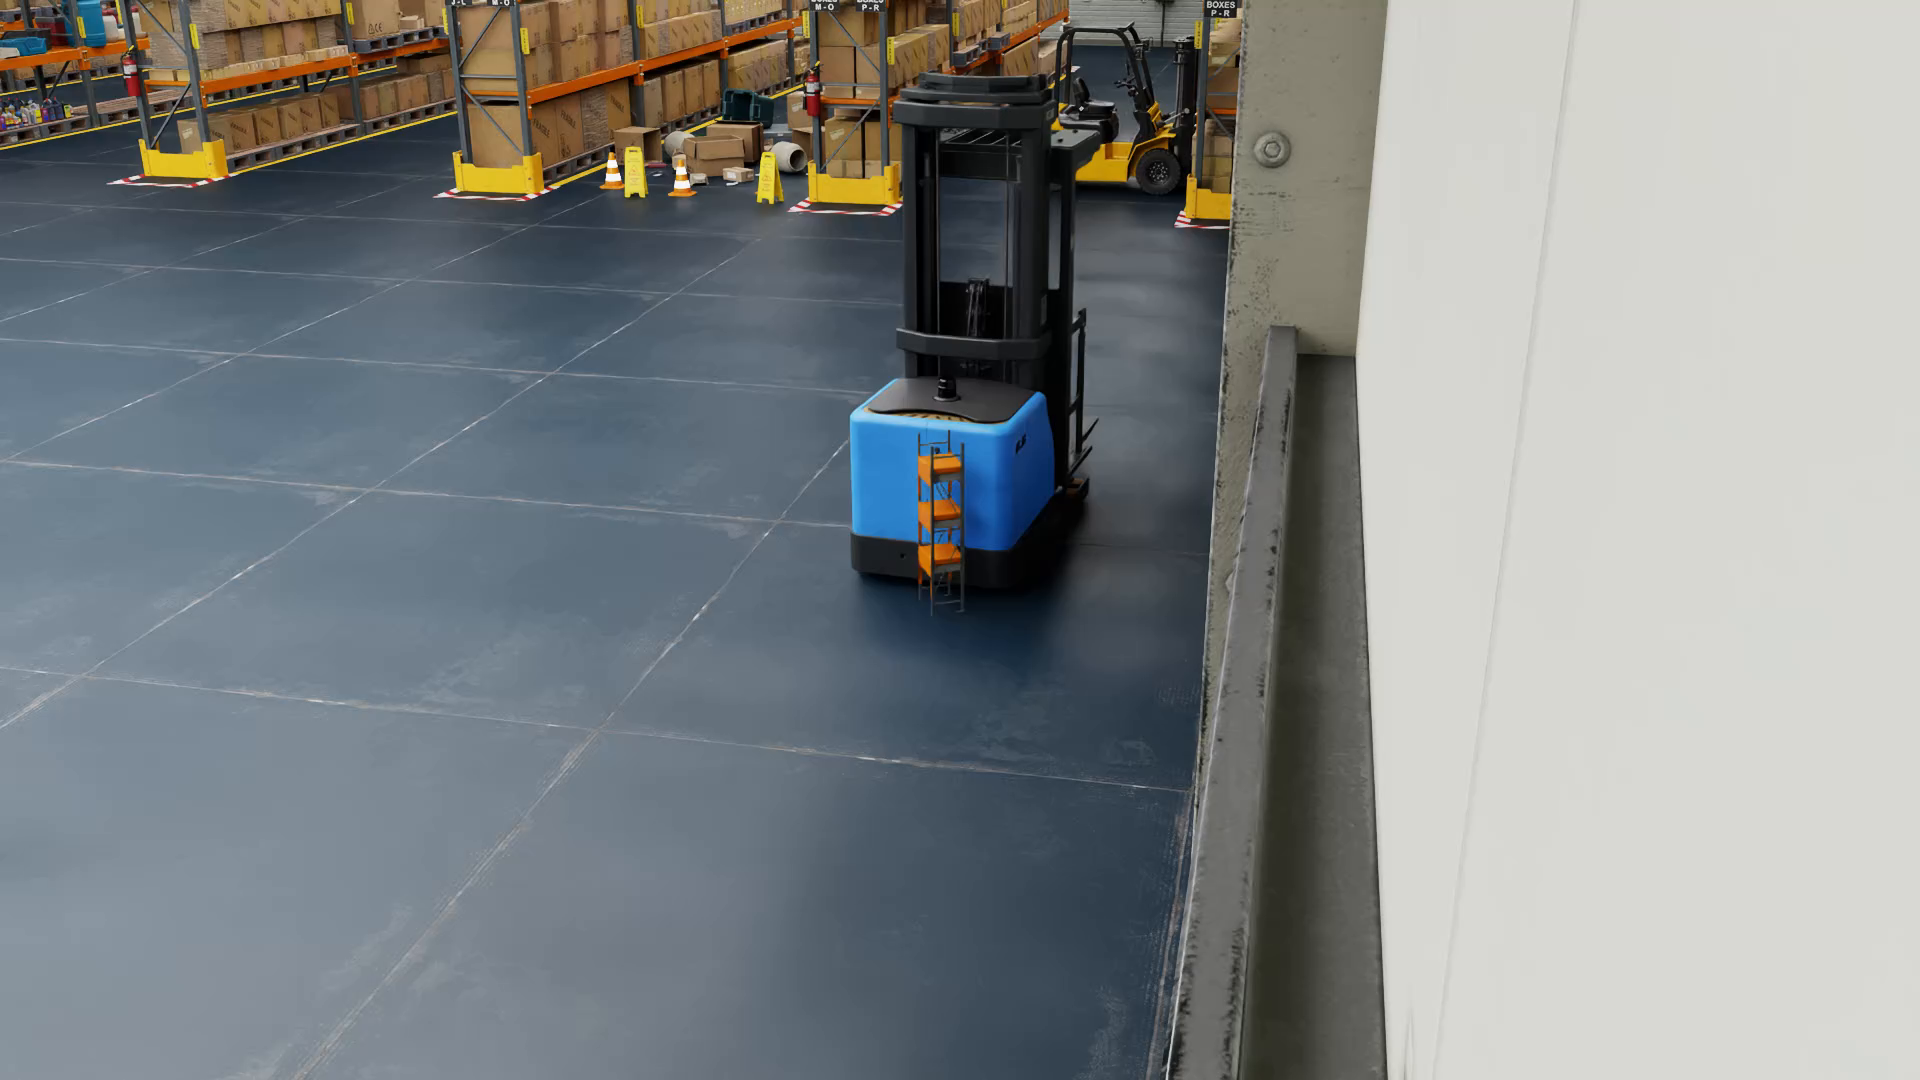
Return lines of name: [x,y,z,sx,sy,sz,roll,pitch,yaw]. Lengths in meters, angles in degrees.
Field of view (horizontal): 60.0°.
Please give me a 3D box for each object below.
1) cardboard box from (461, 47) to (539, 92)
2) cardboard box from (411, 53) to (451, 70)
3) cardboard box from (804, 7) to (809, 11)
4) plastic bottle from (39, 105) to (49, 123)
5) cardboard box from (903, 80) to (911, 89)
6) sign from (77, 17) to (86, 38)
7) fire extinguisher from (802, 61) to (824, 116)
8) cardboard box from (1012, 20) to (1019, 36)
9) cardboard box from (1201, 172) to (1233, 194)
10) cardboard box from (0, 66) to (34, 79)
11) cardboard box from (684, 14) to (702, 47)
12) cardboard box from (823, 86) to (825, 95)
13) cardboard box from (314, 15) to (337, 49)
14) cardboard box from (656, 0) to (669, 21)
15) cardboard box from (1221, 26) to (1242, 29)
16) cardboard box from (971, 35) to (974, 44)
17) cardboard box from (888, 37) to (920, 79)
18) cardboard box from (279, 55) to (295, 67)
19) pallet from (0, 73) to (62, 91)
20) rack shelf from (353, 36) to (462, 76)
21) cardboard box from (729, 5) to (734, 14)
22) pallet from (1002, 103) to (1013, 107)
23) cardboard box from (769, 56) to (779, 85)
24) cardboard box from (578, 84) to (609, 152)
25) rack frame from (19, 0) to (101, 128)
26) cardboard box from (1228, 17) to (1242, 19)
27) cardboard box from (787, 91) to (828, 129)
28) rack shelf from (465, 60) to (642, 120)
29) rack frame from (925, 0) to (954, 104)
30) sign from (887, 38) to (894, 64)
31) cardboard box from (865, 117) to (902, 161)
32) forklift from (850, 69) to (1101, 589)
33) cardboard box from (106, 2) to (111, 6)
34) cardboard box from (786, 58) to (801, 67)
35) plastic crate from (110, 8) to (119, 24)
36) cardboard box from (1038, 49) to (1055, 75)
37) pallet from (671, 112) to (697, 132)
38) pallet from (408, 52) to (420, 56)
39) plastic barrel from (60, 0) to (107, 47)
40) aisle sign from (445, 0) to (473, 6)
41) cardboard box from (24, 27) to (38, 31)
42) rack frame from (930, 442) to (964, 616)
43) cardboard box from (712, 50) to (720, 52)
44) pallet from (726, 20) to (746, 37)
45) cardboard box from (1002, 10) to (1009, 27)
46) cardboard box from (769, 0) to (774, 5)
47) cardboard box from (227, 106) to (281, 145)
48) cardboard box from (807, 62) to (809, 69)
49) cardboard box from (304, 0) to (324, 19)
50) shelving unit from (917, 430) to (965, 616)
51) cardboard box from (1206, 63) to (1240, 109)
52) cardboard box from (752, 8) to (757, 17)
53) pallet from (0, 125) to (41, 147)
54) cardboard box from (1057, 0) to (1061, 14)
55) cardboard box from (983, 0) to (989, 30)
cardboard box: [-6.251,-6.397,22.537,0.875,0.550,0.550,4,22,11]
cardboard box: [-9.592,-8.674,30.145,0.500,0.250,0.500,5,23,13]
cardboard box: [-3.296,-10.927,34.321,0.380,0.149,0.250,5,22,12]
plastic bottle: [-15.031,-6.998,27.275,0.061,0.283,0.133,6,23,14]
cardboard box: [-0.876,-6.114,22.369,0.380,0.149,0.250,5,22,12]
sign: [-14.614,-8.526,27.654,0.100,0.325,0.005,4,22,11]
fire extinguisher: [-1.890,-5.806,21.372,0.296,0.674,0.183,4,22,11]
cardboard box: [0.763,-9.245,30.008,0.500,0.250,0.500,5,23,13]
cardboard box: [3.231,-4.586,21.359,0.500,0.250,0.500,5,22,11]
cardboard box: [-18.809,-9.475,33.137,0.500,0.500,0.500,5,23,13]
cardboard box: [-4.684,-8.610,28.099,0.500,0.500,0.500,4,22,10]
cardboard box: [-1.606,-5.986,22.052,0.380,0.149,0.250,4,22,10]
cardboard box: [-10.453,-8.091,26.411,0.875,0.500,0.500,4,22,11]
cardboard box: [-5.164,-8.717,27.024,0.700,0.500,0.500,5,22,11]
cardboard box: [3.720,-6.848,22.457,0.380,0.149,0.250,4,22,11]
cardboard box: [0.011,-7.949,26.364,0.380,0.149,0.250,5,22,11]
cardboard box: [-0.842,-6.561,22.611,0.500,0.500,0.500,4,22,10]
cardboard box: [-10.378,-7.301,25.319,0.380,0.149,0.250,4,22,11]
pallet: [-18.993,-9.263,33.585,1.003,0.211,1.213,4,22,11]
rack shelf: [-9.893,-8.464,28.833,1.077,0.370,4.000,4,22,11]
cardboard box: [-4.301,-9.591,30.044,0.380,0.149,0.250,6,23,13]
pallet: [0.451,-7.763,29.861,1.003,0.211,1.213,4,22,11]
cardboard box: [-3.843,-9.135,32.319,0.500,0.500,0.500,4,22,10]
cardboard box: [-5.843,-6.306,24.793,0.875,0.875,0.875,5,22,11]
rack frame: [-15.150,-8.444,27.819,1.000,3.000,0.127,4,22,11]
cardboard box: [4.323,-7.996,25.704,0.380,0.149,0.250,4,22,9]
cardboard box: [-2.348,-6.627,25.641,0.500,0.500,0.500,4,22,11]
rack shelf: [-5.874,-6.586,24.170,1.077,0.370,4.000,4,22,11]
rack frame: [-0.600,-7.311,25.006,1.000,3.000,0.127,4,22,11]
sign: [-0.885,-6.208,21.110,0.100,0.325,0.005,4,22,11]
cardboard box: [-0.976,-5.398,22.371,0.500,0.500,0.500,4,22,9]
forklift: [0.262,-1.588,10.889,1.130,2.935,3.031,7,23,16]
cardboard box: [-18.515,-11.998,36.509,0.500,0.500,0.500,5,22,12]
cardboard box: [-3.446,-9.696,33.783,0.380,0.149,0.250,5,23,13]
plastic crate: [-14.963,-9.369,30.030,0.402,0.464,0.583,4,22,11]
cardboard box: [1.448,-9.792,34.034,0.875,0.438,0.875,4,22,9]
pallet: [-5.136,-7.093,28.198,1.003,0.211,1.213,4,22,11]
pallet: [-12.908,-11.241,38.496,1.003,0.211,1.213,4,22,11]
plastic barrel: [-14.774,-8.795,28.019,0.600,0.901,0.708,4,22,11]
aisle sign: [-6.590,-7.391,21.726,0.394,0.787,0.004,4,22,11]
cardboard box: [-22.547,-12.177,39.871,0.700,0.500,0.500,4,22,11]
rack frame: [-0.071,-0.053,9.595,0.200,1.050,0.008,-7,23,-17]
cardboard box: [-4.675,-8.953,30.863,0.500,0.250,0.500,5,22,12]
pallet: [-4.609,-9.294,30.187,1.213,0.211,1.003,4,22,11]
cardboard box: [0.562,-9.103,28.987,0.500,0.250,0.500,4,22,11]
cardboard box: [-3.828,-10.446,32.166,0.380,0.149,0.250,5,23,13]
cardboard box: [-10.739,-6.315,25.316,0.500,0.500,0.500,7,23,16]
cardboard box: [-3.367,-9.948,34.808,0.380,0.149,0.250,4,22,9]
cardboard box: [-10.224,-8.346,25.706,0.500,0.500,0.500,4,22,11]
shelving unit: [-0.111,-0.097,9.702,0.215,1.050,0.252,-7,23,-17]
cardboard box: [3.287,-5.717,20.916,0.500,0.500,0.500,4,22,10]
cardboard box: [-4.038,-9.921,31.261,0.380,0.149,0.250,4,22,9]
pallet: [-15.574,-6.461,26.627,1.003,0.211,1.213,4,22,11]
cardboard box: [1.797,-11.178,34.475,0.500,0.500,0.500,5,22,12]
cardboard box: [0.199,-8.591,27.090,0.500,0.500,0.500,3,22,7]
